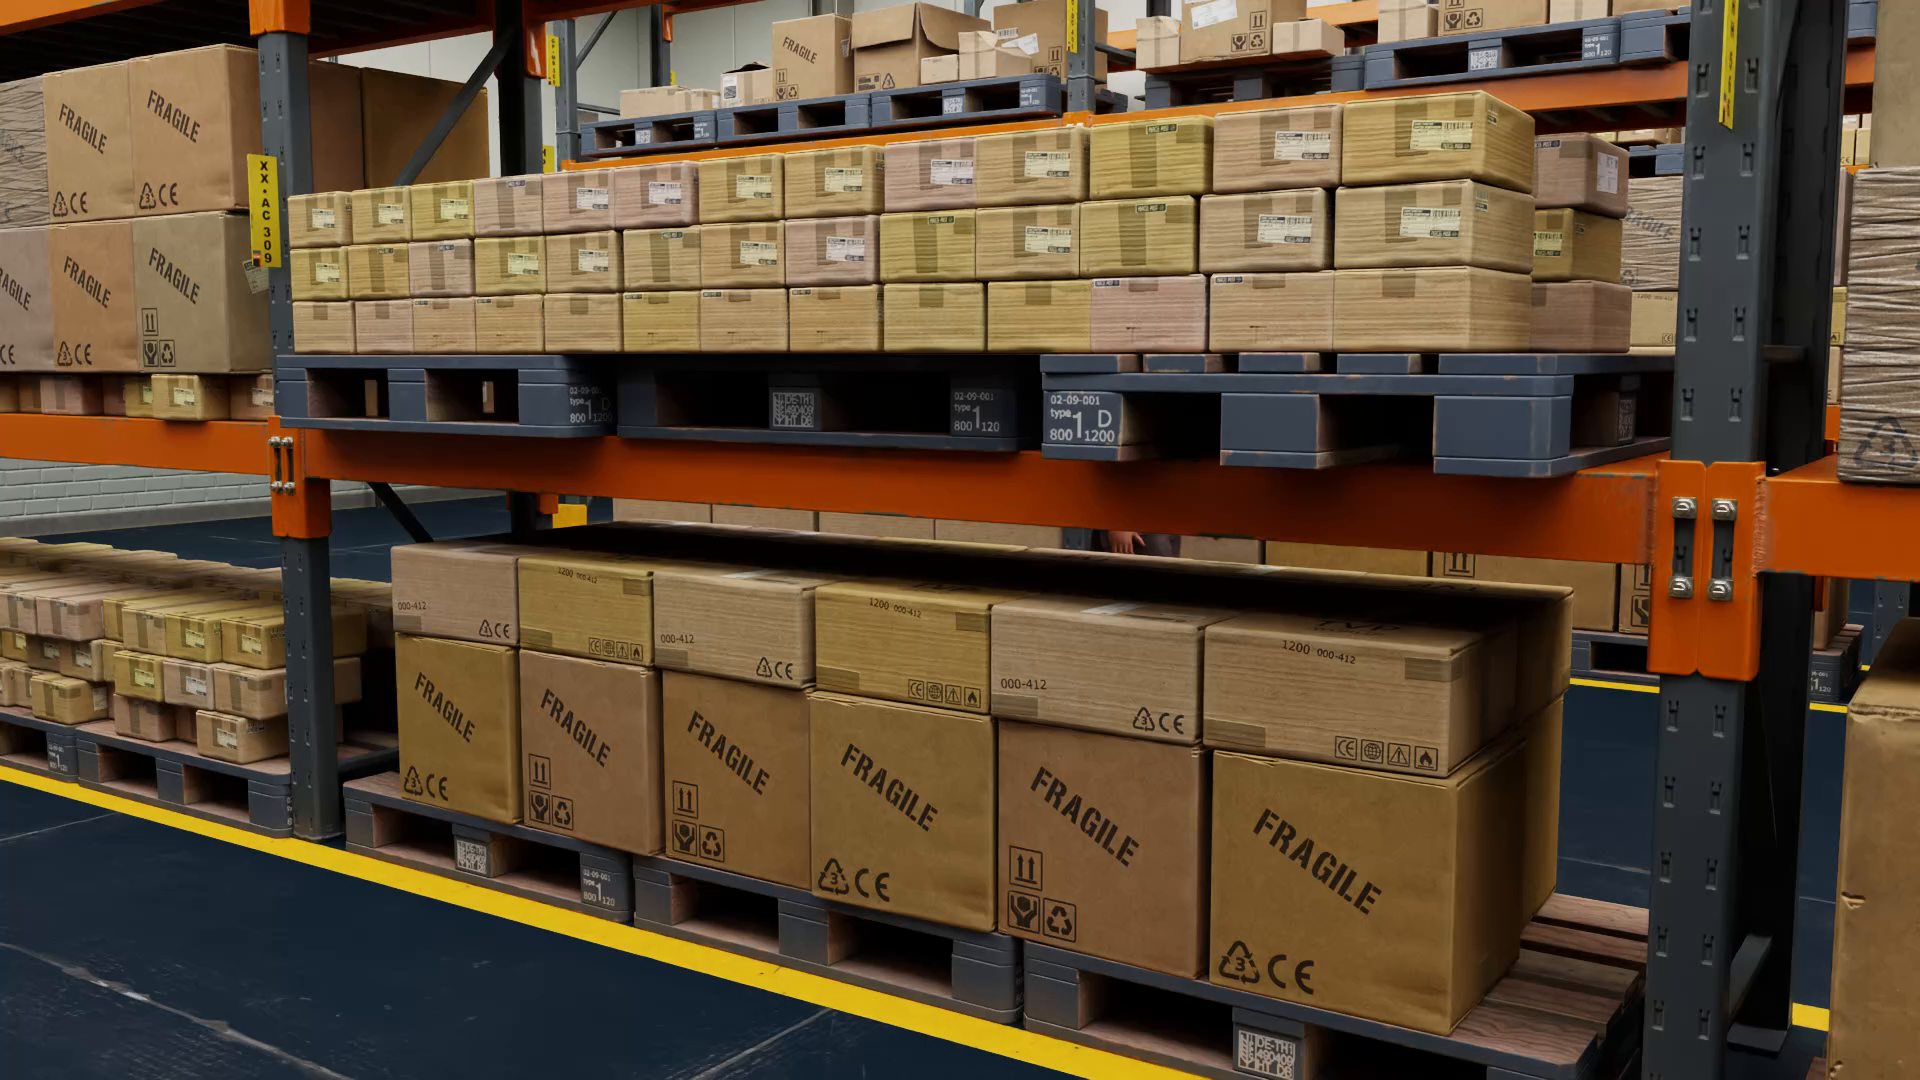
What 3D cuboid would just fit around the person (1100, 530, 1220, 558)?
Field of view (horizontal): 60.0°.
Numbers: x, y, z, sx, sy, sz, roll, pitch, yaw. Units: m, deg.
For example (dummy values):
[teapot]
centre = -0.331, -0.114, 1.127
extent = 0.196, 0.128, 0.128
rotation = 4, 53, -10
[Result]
[person]
centre = 0.765, -0.044, 6.293
extent = 0.526, 1.740, 0.591
rotation = 2, 7, 21
